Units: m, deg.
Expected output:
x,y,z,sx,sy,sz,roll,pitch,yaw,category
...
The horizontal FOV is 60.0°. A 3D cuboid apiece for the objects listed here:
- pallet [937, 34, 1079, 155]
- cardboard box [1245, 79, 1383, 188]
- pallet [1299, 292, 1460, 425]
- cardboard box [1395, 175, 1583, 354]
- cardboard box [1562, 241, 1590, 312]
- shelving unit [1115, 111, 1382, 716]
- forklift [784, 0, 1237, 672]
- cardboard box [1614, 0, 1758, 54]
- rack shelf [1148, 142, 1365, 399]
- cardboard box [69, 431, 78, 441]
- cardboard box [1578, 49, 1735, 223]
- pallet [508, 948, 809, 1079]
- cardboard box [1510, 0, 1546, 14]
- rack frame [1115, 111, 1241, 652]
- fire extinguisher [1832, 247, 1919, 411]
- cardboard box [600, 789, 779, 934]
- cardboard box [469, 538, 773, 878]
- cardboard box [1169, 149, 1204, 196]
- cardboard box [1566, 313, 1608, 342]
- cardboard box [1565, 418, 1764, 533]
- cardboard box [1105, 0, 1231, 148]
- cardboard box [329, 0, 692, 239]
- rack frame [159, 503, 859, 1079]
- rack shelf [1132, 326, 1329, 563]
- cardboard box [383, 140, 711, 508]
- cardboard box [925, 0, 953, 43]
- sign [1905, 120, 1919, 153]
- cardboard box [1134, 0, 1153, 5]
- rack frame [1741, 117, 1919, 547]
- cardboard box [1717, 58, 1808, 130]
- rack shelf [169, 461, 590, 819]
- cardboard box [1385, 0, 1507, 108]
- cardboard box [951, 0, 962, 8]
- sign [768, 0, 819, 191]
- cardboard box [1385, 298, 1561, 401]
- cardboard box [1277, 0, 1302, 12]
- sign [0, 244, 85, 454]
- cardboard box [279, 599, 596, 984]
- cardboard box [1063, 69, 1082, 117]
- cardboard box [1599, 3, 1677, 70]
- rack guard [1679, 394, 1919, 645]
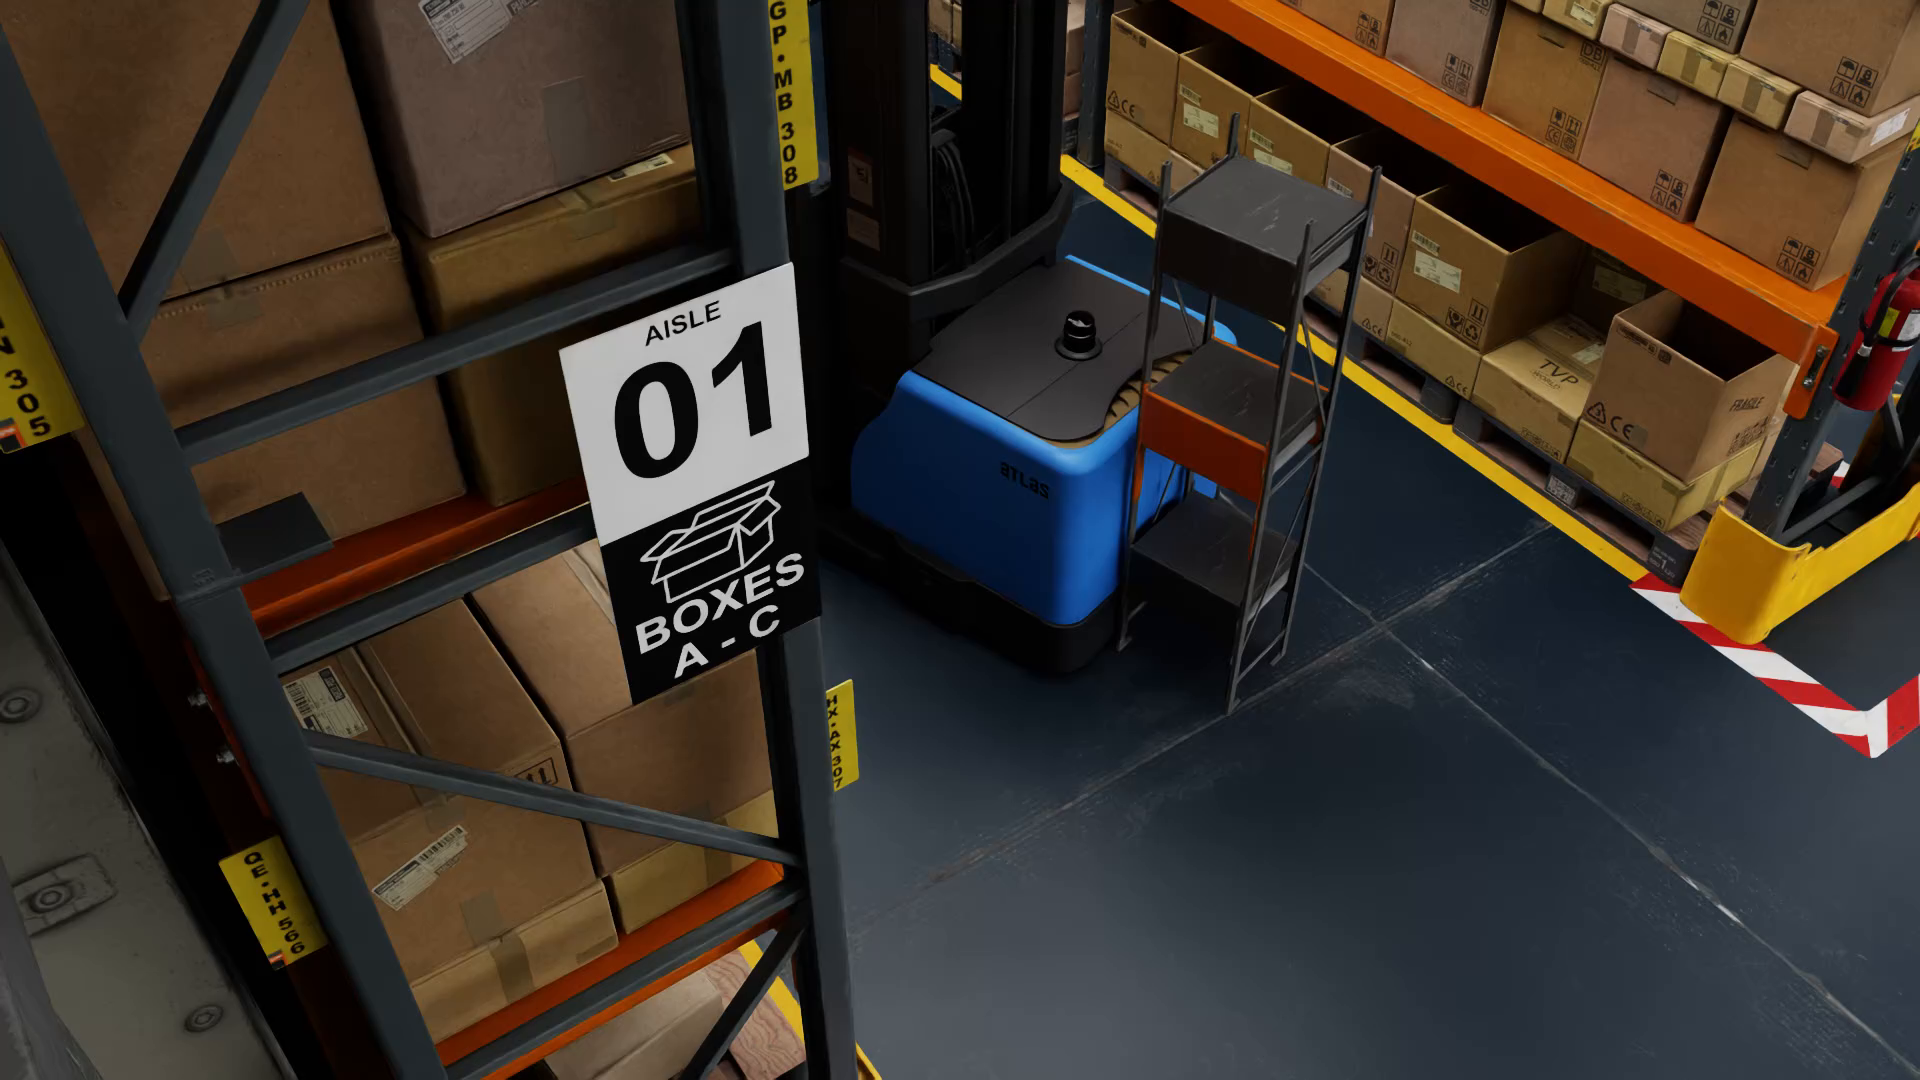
x,y,z,sx,sy,sz,roll,pitch,yaw,category
0.611,-2.667,9.391,1.003,0.211,1.213,-26,49,-24,pallet
1.645,-1.750,7.555,0.500,0.500,0.500,-26,49,-24,cardboard box
2.187,-1.107,7.756,1.003,0.211,1.213,-26,49,-24,pallet
2.218,-1.184,6.962,0.500,0.500,0.500,-26,49,-24,cardboard box
2.645,-1.389,7.177,0.500,0.500,0.500,-26,49,-24,cardboard box
0.911,-0.334,5.579,0.503,2.100,0.431,30,51,28,shelving unit
-0.438,-1.437,6.132,3.031,2.935,1.130,30,51,28,forklift
2.761,-2.109,5.775,0.700,0.500,0.500,-27,50,-25,cardboard box
0.911,-0.831,5.105,0.480,0.518,0.431,30,51,28,rack shelf
-1.454,-0.584,2.930,0.500,0.500,0.500,-26,49,-24,cardboard box
2.792,-1.610,6.191,0.700,0.500,0.500,-24,49,-23,cardboard box
-1.187,1.442,5.087,1.003,0.211,1.213,-26,49,-24,pallet
2.236,-2.153,6.291,0.380,0.149,0.250,-24,49,-23,cardboard box
0.724,-0.442,5.692,0.015,2.100,0.400,30,51,28,rack frame
3.040,-0.730,5.398,0.296,0.674,0.183,-26,49,-24,fire extinguisher
-0.727,0.596,4.048,0.500,0.250,0.500,-27,50,-26,cardboard box
-0.734,0.337,3.776,0.500,0.500,0.500,-26,49,-24,cardboard box
1.363,-1.764,8.112,0.500,0.250,0.500,-26,49,-24,cardboard box
2.940,-0.839,7.144,0.500,0.250,0.500,-26,49,-24,cardboard box
2.804,-0.353,6.634,0.500,0.250,0.500,-26,49,-24,cardboard box
1.073,-2.316,8.148,0.500,0.500,0.500,-26,49,-24,cardboard box
-0.729,-0.854,2.489,0.500,0.500,0.500,-29,51,-27,cardboard box
-0.708,0.951,3.582,1.000,3.000,0.127,-26,49,-24,rack frame
0.911,-0.324,5.589,0.480,0.518,0.431,30,51,28,rack shelf
-0.694,-0.466,2.807,0.500,0.500,0.500,-24,49,-23,cardboard box
0.009,-3.128,9.542,0.500,0.250,0.500,-25,49,-24,cardboard box
2.900,-1.306,4.936,0.100,0.325,0.005,-26,49,-24,sign
1.033,-2.967,8.966,0.500,0.311,0.500,-26,49,-24,cardboard box
3.353,-1.008,5.634,1.000,3.000,0.127,-26,49,-24,rack frame
2.827,-1.568,5.678,0.380,0.149,0.250,-25,49,-23,cardboard box
-1.852,-1.007,3.981,1.077,0.370,4.000,-26,49,-24,rack shelf
2.209,-2.190,6.799,0.700,0.500,0.500,-24,49,-23,cardboard box
0.295,-3.042,9.046,0.500,0.311,0.500,-24,49,-23,cardboard box
-0.263,-0.665,2.469,0.100,0.325,0.005,-26,49,-24,sign
2.221,-0.914,7.222,0.500,0.250,0.500,-26,49,-24,cardboard box
1.631,-2.765,7.402,0.700,0.500,0.500,-26,50,-25,cardboard box
-1.175,-0.247,2.023,0.100,0.325,0.005,-26,49,-24,sign
-1.152,0.543,3.560,0.500,0.500,0.500,-26,50,-25,cardboard box
0.590,-2.552,8.938,0.500,0.250,0.500,-26,50,-25,cardboard box
2.539,-1.856,5.980,0.380,0.149,0.250,-25,49,-24,cardboard box
3.367,-0.091,6.483,1.175,0.500,0.348,-26,49,-24,rack guard
